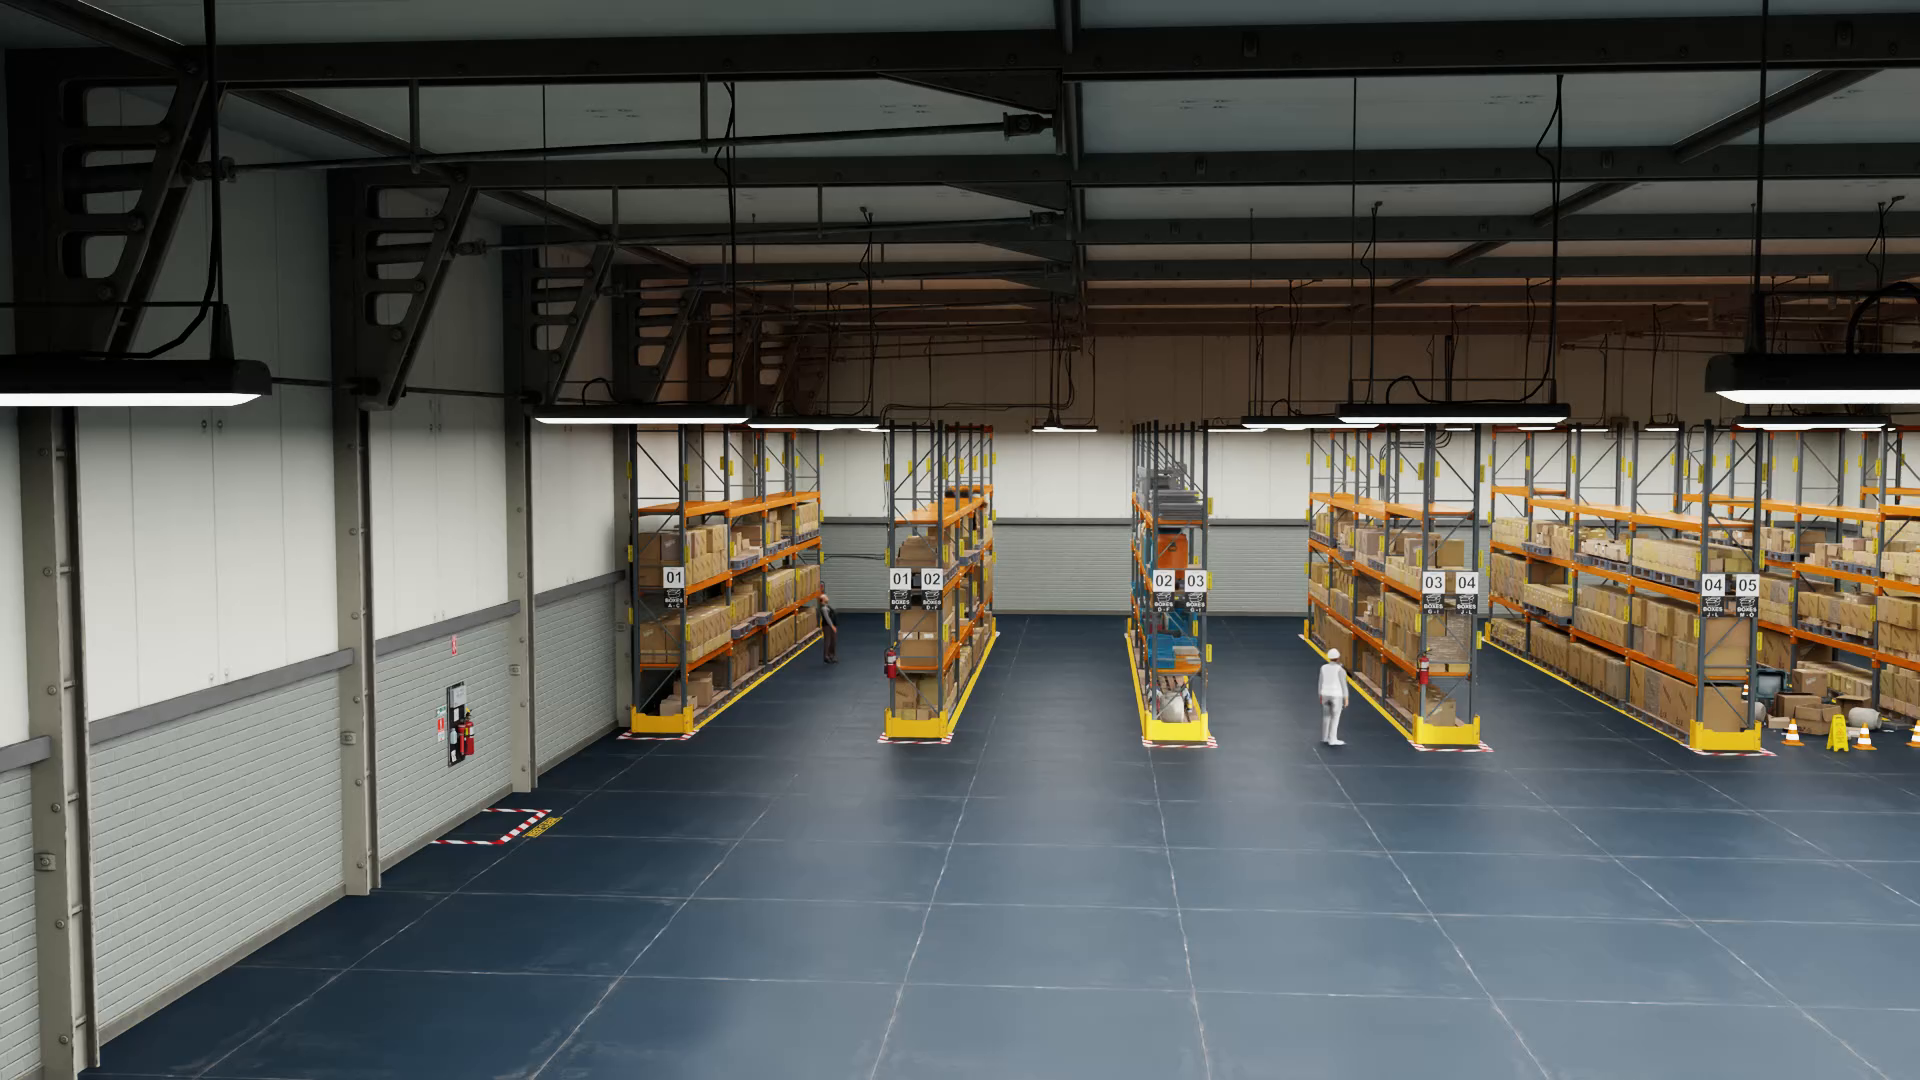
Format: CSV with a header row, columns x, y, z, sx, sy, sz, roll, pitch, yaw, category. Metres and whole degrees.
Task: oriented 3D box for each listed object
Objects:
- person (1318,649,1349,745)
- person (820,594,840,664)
x,y,z,sx,sy,sz,roll,pitch,yaw,category
6.952,2.901,30.795,0.486,1.795,0.612,-3,5,-42,person
-3.241,2.220,41.354,0.599,1.751,0.566,2,4,24,person
